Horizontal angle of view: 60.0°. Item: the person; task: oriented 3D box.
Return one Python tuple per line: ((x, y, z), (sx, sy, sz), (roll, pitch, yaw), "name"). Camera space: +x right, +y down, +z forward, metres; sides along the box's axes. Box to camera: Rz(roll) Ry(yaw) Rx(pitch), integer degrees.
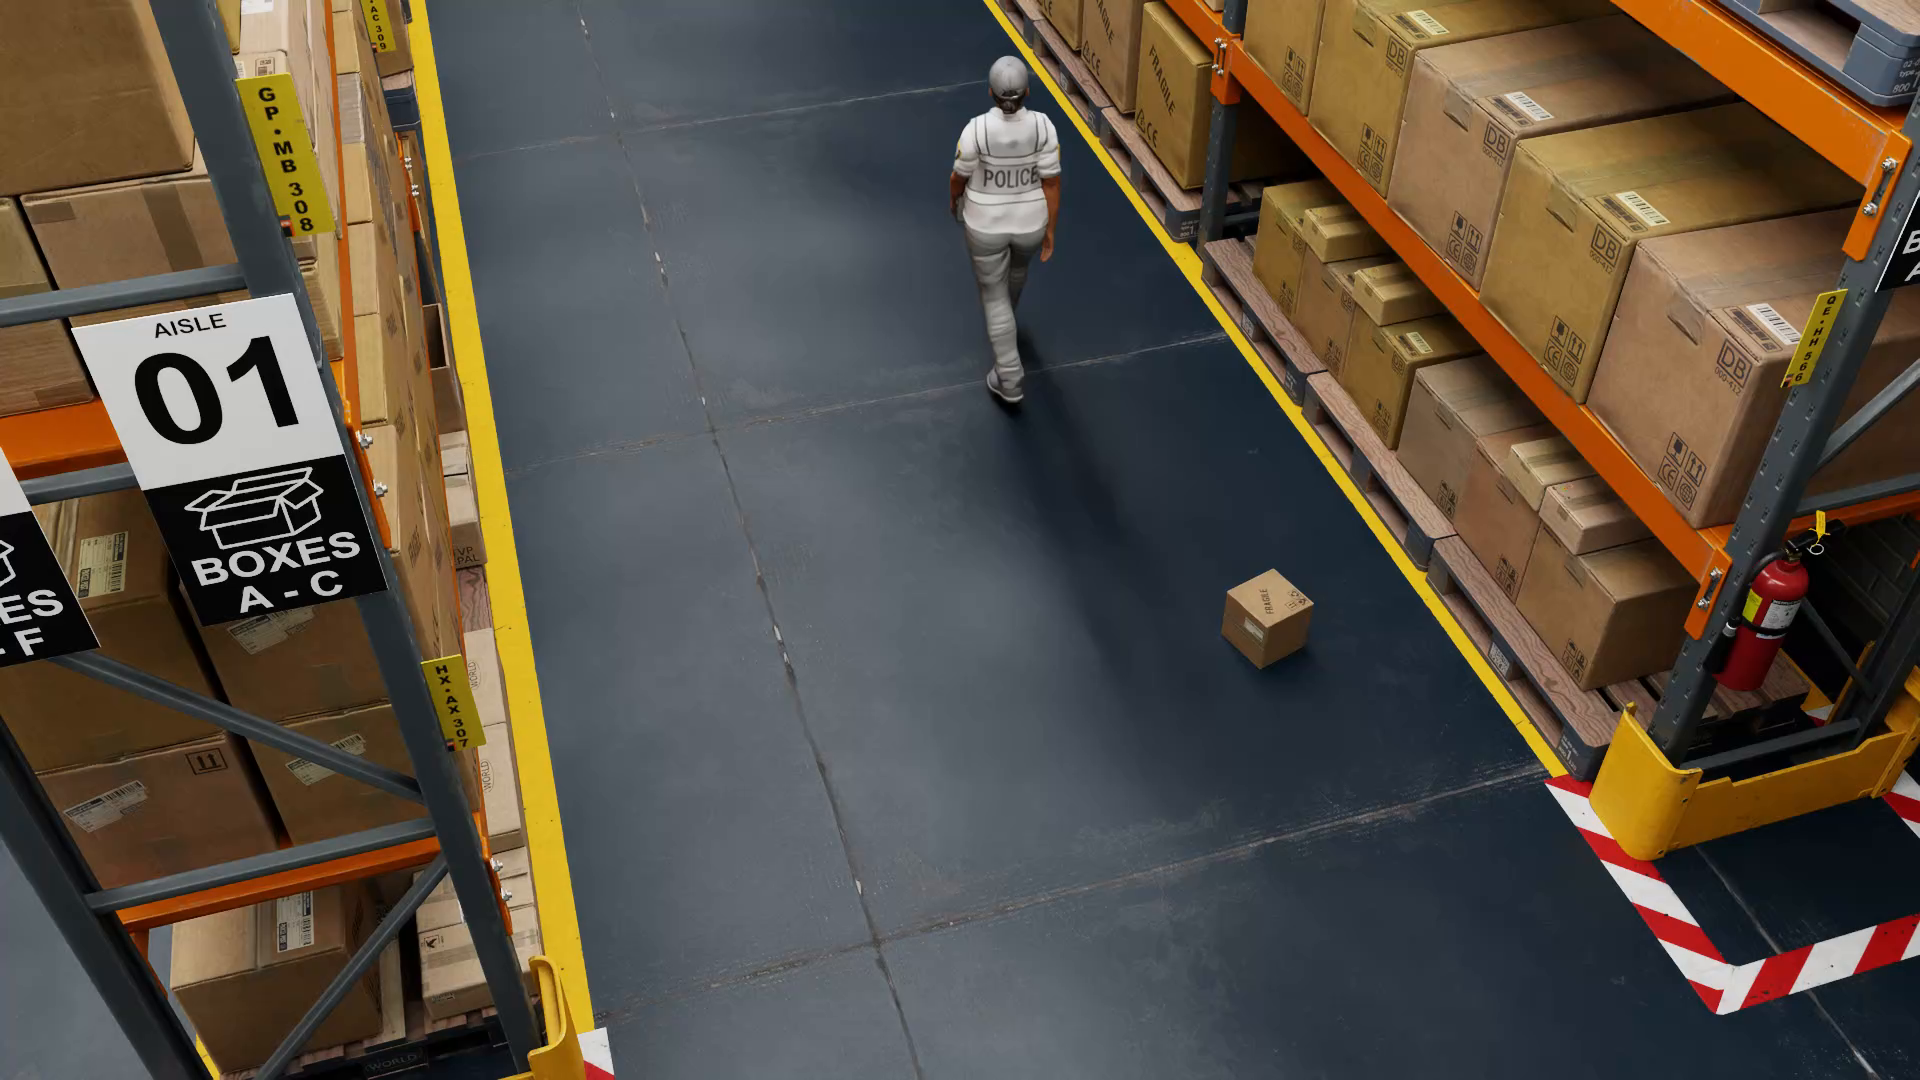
((0.189, -1.549, 7.834), (0.487, 1.599, 1.021), (-10, 43, -11), "person")
